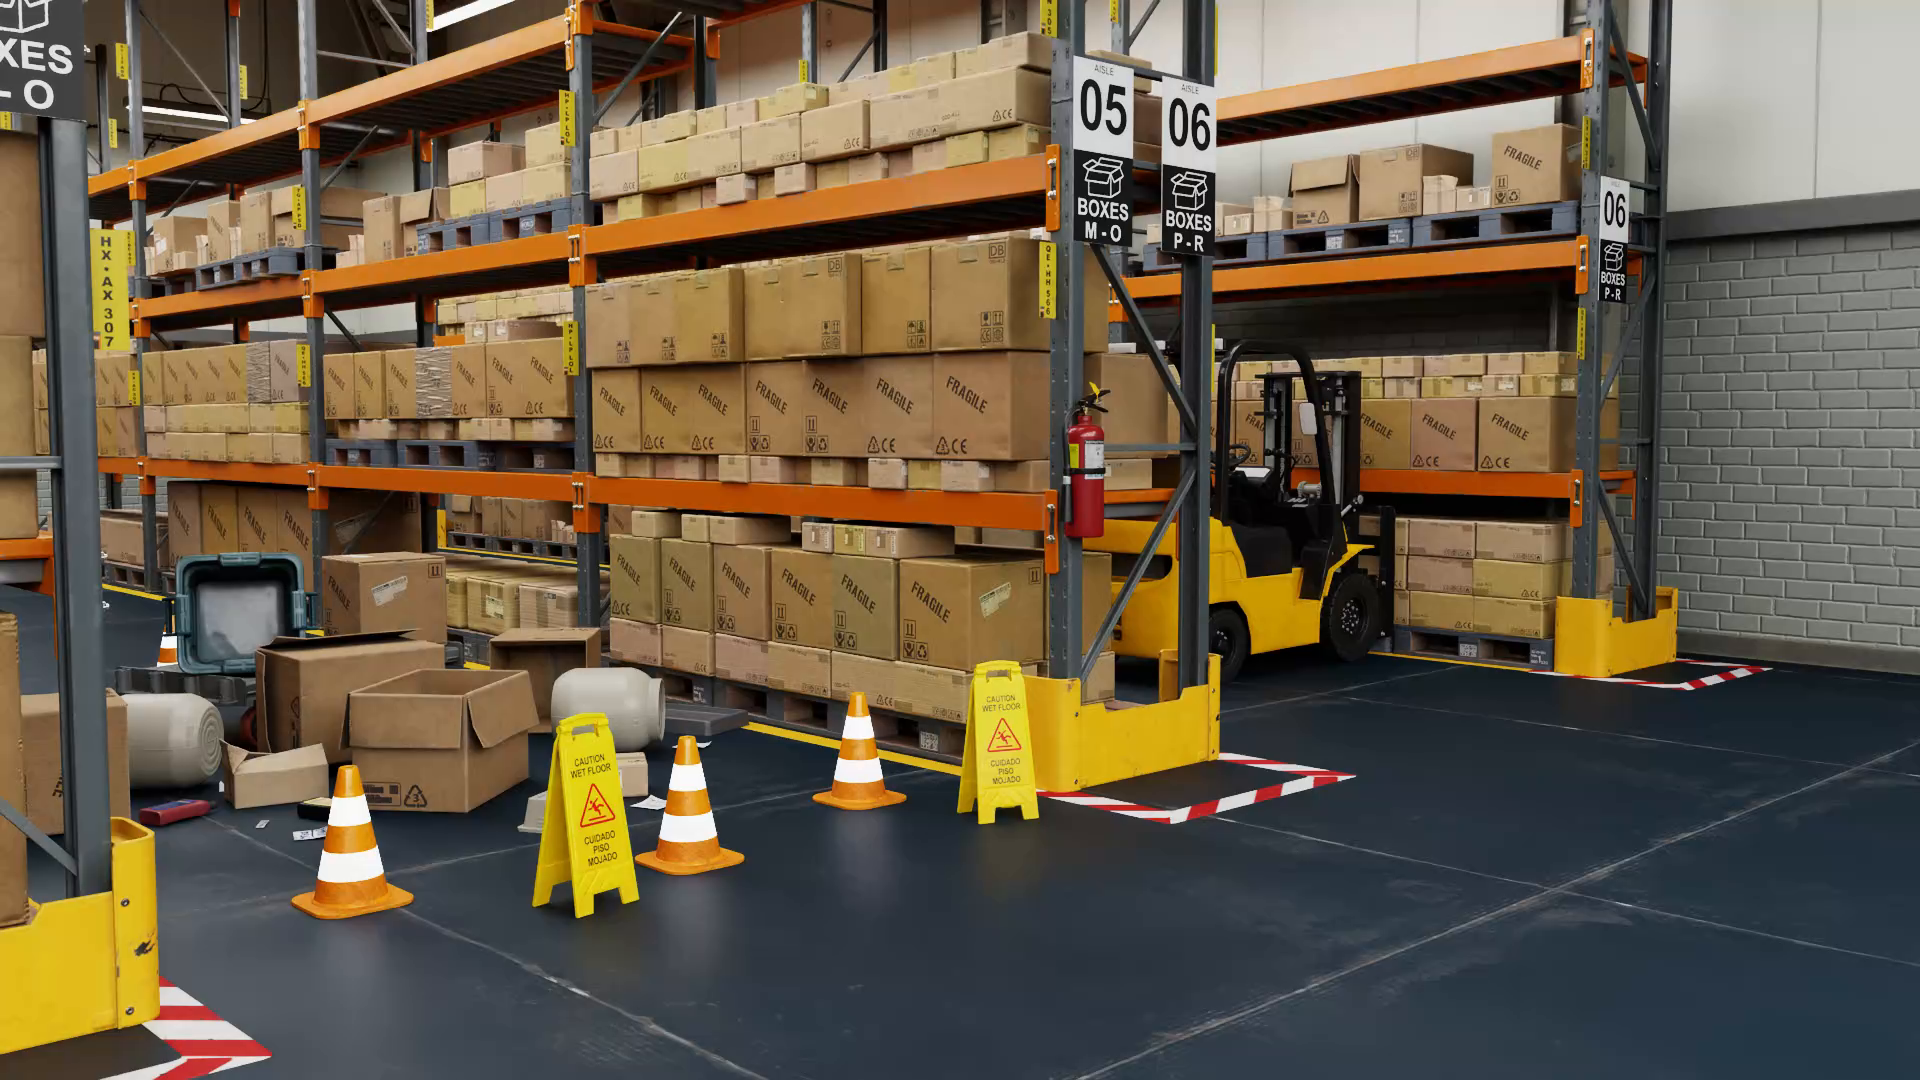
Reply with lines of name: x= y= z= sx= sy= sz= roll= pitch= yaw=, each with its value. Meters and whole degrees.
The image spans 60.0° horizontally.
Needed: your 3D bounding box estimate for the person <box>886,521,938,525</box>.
person: x=-0.376 y=-0.111 z=12.718 sx=0.485 sy=1.711 sz=0.570 roll=-4 pitch=5 yaw=-45
